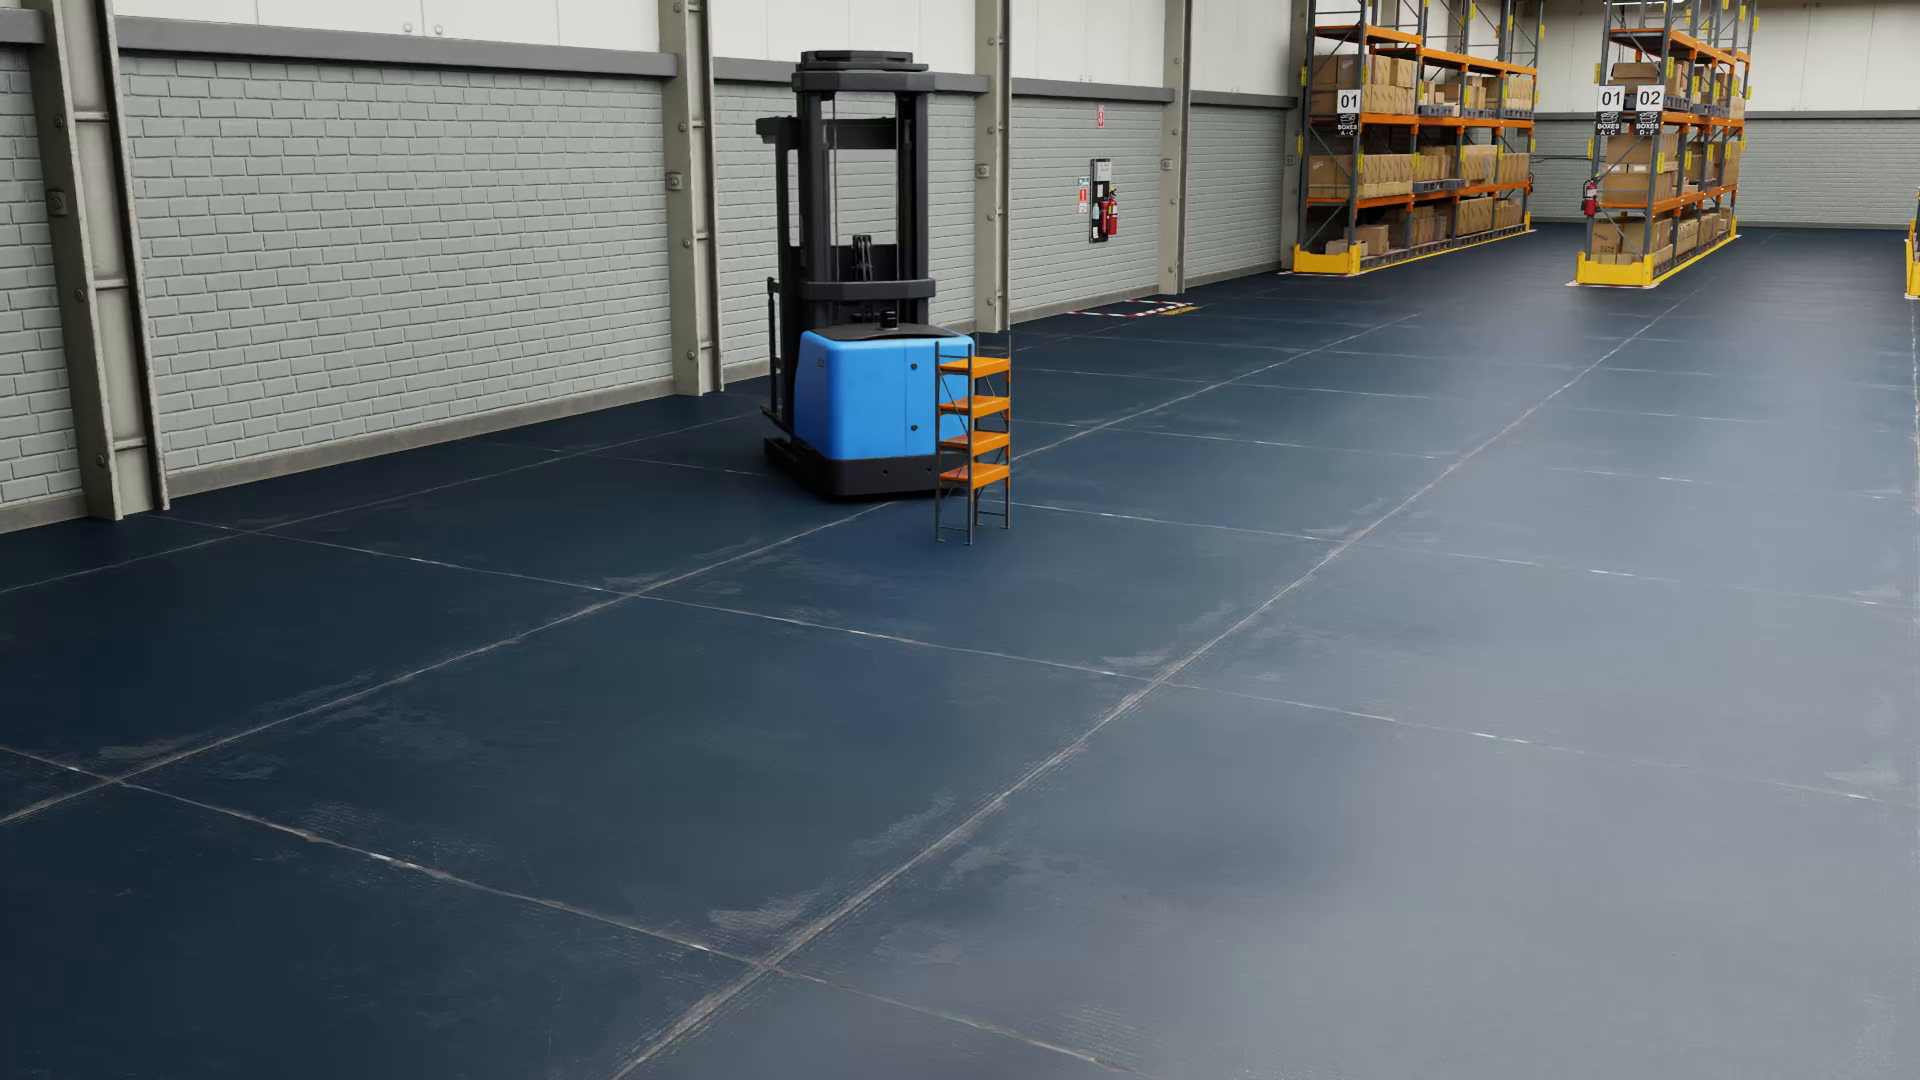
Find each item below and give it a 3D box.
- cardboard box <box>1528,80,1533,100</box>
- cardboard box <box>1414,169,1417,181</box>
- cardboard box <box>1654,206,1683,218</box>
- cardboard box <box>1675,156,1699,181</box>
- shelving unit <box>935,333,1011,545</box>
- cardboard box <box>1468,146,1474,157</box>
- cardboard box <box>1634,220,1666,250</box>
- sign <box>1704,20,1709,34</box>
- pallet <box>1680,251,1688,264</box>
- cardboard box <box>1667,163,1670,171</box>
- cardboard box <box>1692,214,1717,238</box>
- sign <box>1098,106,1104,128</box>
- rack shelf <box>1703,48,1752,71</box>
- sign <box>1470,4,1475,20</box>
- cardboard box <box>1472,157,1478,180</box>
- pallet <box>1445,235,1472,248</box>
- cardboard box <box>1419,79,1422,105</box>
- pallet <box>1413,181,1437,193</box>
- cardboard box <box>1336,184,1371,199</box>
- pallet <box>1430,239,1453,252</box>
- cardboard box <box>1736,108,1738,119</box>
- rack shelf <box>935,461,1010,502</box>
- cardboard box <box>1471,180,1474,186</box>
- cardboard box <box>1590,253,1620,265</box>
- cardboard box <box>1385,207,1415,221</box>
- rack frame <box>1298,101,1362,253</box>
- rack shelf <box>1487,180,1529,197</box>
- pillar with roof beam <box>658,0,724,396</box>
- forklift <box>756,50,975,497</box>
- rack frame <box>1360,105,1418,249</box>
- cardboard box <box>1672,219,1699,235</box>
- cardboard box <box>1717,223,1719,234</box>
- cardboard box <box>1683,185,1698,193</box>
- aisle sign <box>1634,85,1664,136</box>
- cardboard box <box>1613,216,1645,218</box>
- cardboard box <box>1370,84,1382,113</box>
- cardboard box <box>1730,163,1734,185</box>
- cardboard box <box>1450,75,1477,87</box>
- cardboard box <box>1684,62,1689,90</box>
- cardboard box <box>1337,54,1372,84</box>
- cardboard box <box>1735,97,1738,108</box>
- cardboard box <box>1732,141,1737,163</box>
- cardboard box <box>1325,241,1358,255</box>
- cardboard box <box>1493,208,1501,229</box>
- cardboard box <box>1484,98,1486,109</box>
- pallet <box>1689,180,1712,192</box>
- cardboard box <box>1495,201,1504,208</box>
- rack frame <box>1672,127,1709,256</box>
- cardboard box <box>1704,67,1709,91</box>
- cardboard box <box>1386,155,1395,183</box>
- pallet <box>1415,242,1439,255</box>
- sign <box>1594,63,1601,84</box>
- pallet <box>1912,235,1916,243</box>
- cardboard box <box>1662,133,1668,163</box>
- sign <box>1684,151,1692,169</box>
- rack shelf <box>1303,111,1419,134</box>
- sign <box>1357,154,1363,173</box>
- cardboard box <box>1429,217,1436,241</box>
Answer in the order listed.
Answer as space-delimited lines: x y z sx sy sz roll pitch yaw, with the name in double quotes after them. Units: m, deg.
14.244 -11.427 42.242 0.500 0.500 0.500 7 15 28 "cardboard box"
8.834 -7.506 33.618 0.700 0.500 0.500 7 15 28 "cardboard box"
15.100 -6.997 35.453 0.500 0.250 0.500 8 16 30 "cardboard box"
15.036 -7.798 34.871 0.700 0.500 0.500 2 14 9 "cardboard box"
0.080 -0.617 10.034 0.258 1.200 0.503 7 15 28 "shelving unit"
11.196 -8.706 37.254 0.500 0.250 0.500 7 15 27 "cardboard box"
12.144 -5.387 29.347 0.500 0.500 0.500 7 15 28 "cardboard box"
18.222 -12.515 40.584 0.100 0.325 0.005 7 15 28 "sign"
13.807 -5.634 32.953 1.003 0.211 1.213 7 15 28 "pallet"
12.337 -6.606 29.439 0.380 0.149 0.250 8 16 30 "cardboard box"
16.530 -6.989 37.017 0.500 0.500 0.500 7 15 28 "cardboard box"
1.986 -5.967 23.439 0.001 0.298 0.199 7 15 28 "sign"
17.731 -11.200 38.831 1.077 0.370 4.000 7 15 28 "rack shelf"
10.972 -11.314 35.599 0.100 0.325 0.005 7 15 28 "sign"
11.453 -8.446 37.775 0.500 0.500 0.500 7 15 28 "cardboard box"
10.939 -6.762 37.630 1.003 0.211 1.213 7 15 28 "pallet"
8.892 -8.957 33.279 0.500 0.500 0.500 10 17 36 "cardboard box"
9.055 -7.190 33.868 1.003 0.211 1.213 7 15 28 "pallet"
7.138 -6.324 30.141 0.500 0.250 0.500 7 15 26 "cardboard box"
10.113 -6.448 36.330 1.003 0.211 1.213 7 15 28 "pallet"
17.942 -9.989 38.986 0.500 0.250 0.500 7 15 28 "cardboard box"
0.080 -0.359 10.096 0.258 0.148 0.480 7 15 28 "rack shelf"
11.586 -8.209 38.177 0.380 0.149 0.250 7 15 28 "cardboard box"
10.963 -4.773 28.403 0.500 0.250 0.500 7 15 28 "cardboard box"
9.109 -6.750 34.428 0.500 0.250 0.500 7 15 27 "cardboard box"
6.624 -6.323 29.860 1.000 3.000 0.127 7 15 28 "rack frame"
13.392 -8.845 41.858 1.077 0.370 4.000 7 15 28 "rack shelf"
1.273 -5.300 12.818 9.100 9.000 0.400 7 15 28 "pillar with roof beam"
-0.839 -2.013 12.131 1.130 2.935 3.031 -5 14 -18 "forklift"
8.558 -7.143 33.264 1.000 3.000 0.127 7 15 28 "rack frame"
14.792 -6.408 33.989 0.500 0.311 0.500 8 16 30 "cardboard box"
17.156 -7.193 38.266 0.500 0.311 0.500 7 15 28 "cardboard box"
14.637 -7.066 33.477 0.380 0.149 0.250 7 15 28 "cardboard box"
11.199 -6.978 27.030 0.394 0.787 0.004 7 15 28 "aisle sign"
12.398 -5.755 30.877 0.500 0.500 0.500 7 15 28 "cardboard box"
7.296 -7.986 30.101 0.500 0.500 0.500 9 16 32 "cardboard box"
17.982 -8.659 39.336 0.500 0.500 0.500 7 15 27 "cardboard box"
11.632 -10.589 38.405 0.500 0.250 0.500 7 15 26 "cardboard box"
13.484 -8.778 31.470 0.500 0.500 0.500 9 16 33 "cardboard box"
7.023 -8.377 29.591 0.500 0.500 0.500 6 15 24 "cardboard box"
17.708 -10.128 38.498 0.500 0.250 0.500 7 15 28 "cardboard box"
17.985 -9.141 39.203 0.500 0.500 0.500 8 16 30 "cardboard box"
7.038 -5.361 30.670 0.500 0.311 0.500 6 15 22 "cardboard box"
12.877 -7.915 40.904 0.700 0.500 0.500 8 16 29 "cardboard box"
12.551 -10.590 40.369 0.500 0.250 0.500 8 15 29 "cardboard box"
15.096 -7.457 34.975 1.213 0.211 1.003 7 15 28 "pallet"
13.202 -8.280 41.033 0.380 0.149 0.250 8 16 30 "cardboard box"
14.830 -7.404 34.343 1.000 3.000 0.127 7 15 28 "rack frame"
15.293 -9.590 34.665 0.500 0.500 0.500 7 15 28 "cardboard box"
7.860 -7.001 31.350 0.500 0.500 0.500 8 16 30 "cardboard box"
9.522 -6.199 35.296 1.003 0.211 1.213 7 15 28 "pallet"
10.494 -7.677 27.356 0.100 0.325 0.005 7 15 28 "sign"
22.008 -6.713 37.429 1.003 0.211 1.213 7 15 28 "pallet"
11.960 -6.862 29.113 0.700 0.500 0.500 7 15 28 "cardboard box"
13.383 -6.980 30.569 0.100 0.325 0.005 7 15 28 "sign"
7.591 -7.842 31.294 1.077 0.370 4.000 7 15 28 "rack shelf"
7.100 -6.682 29.503 0.100 0.325 0.005 7 15 28 "sign"
9.839 -6.717 35.888 0.700 0.500 0.500 7 15 28 "cardboard box"
